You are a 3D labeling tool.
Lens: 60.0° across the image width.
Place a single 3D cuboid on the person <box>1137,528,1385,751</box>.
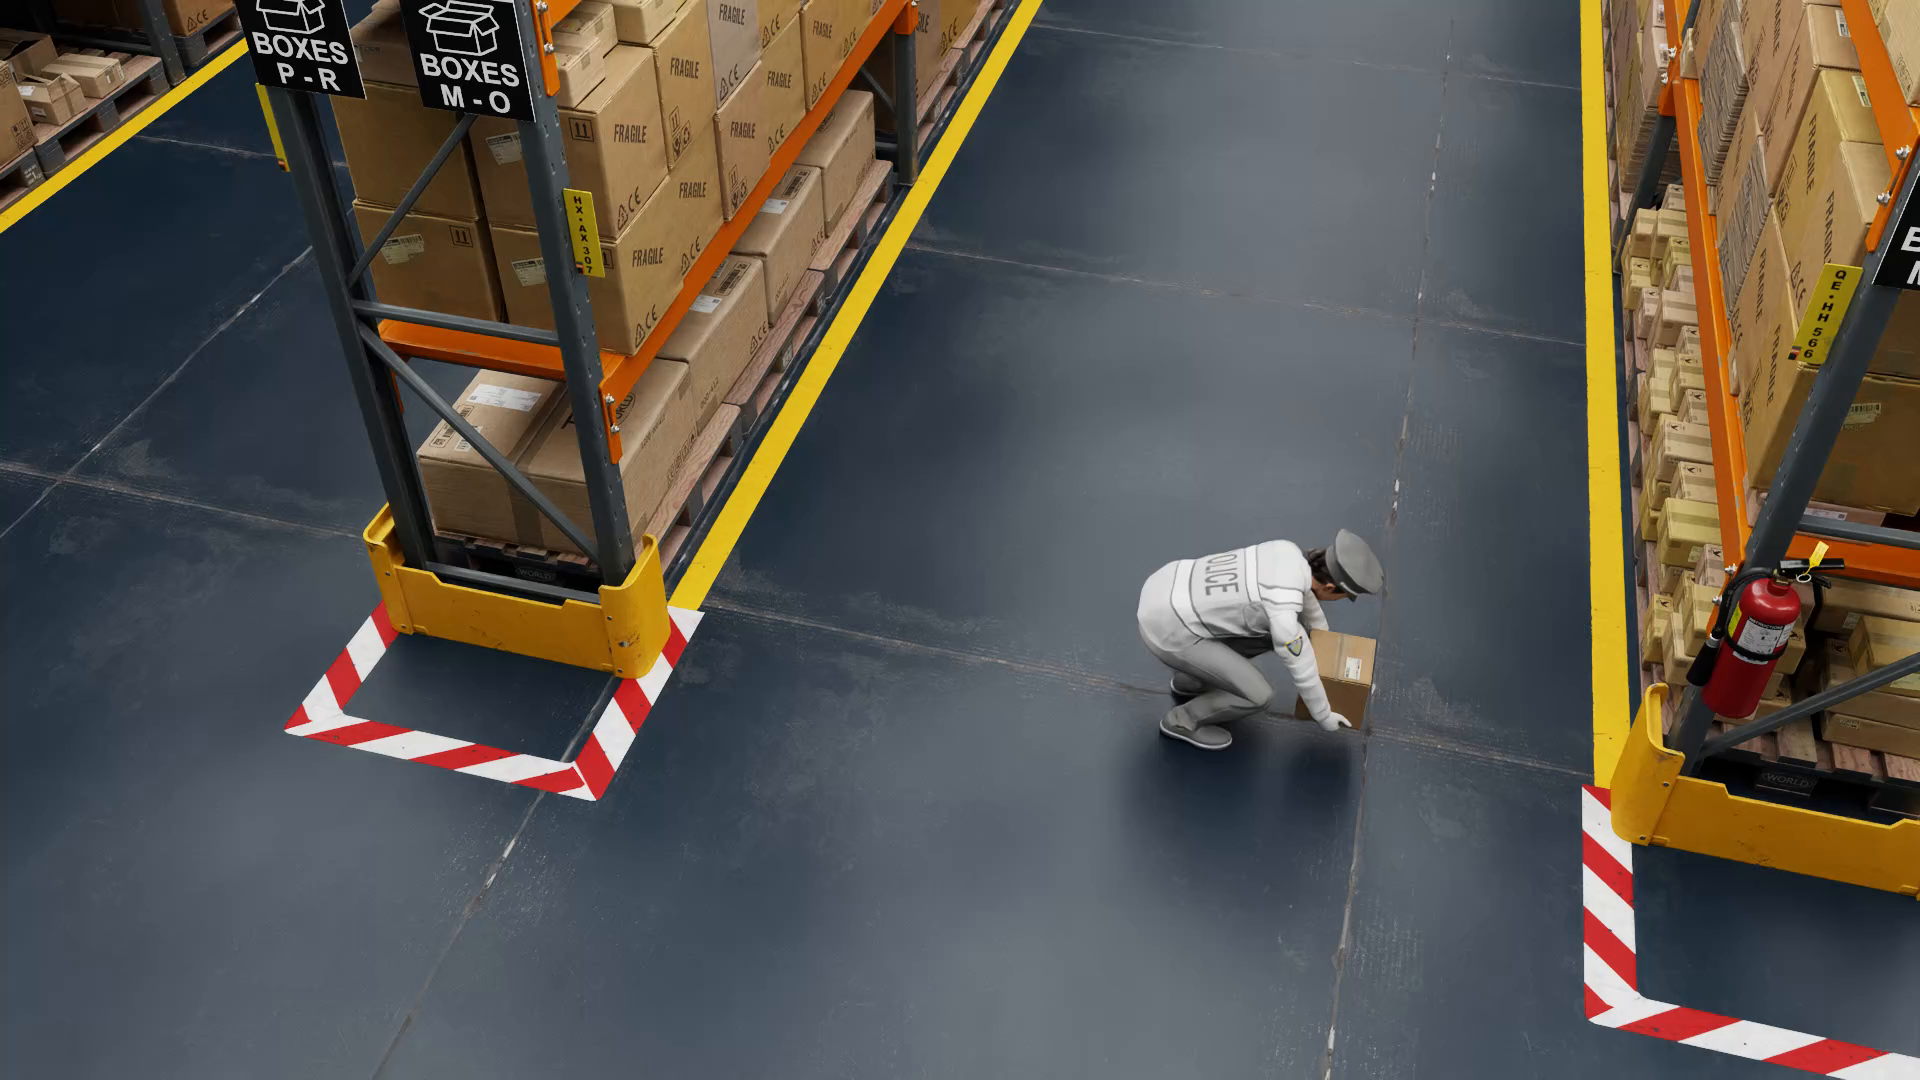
[{"bbox_3d":[1.105,0.353,6.283,0.869,0.979,0.459,9,42,10],"label":"person"}]
